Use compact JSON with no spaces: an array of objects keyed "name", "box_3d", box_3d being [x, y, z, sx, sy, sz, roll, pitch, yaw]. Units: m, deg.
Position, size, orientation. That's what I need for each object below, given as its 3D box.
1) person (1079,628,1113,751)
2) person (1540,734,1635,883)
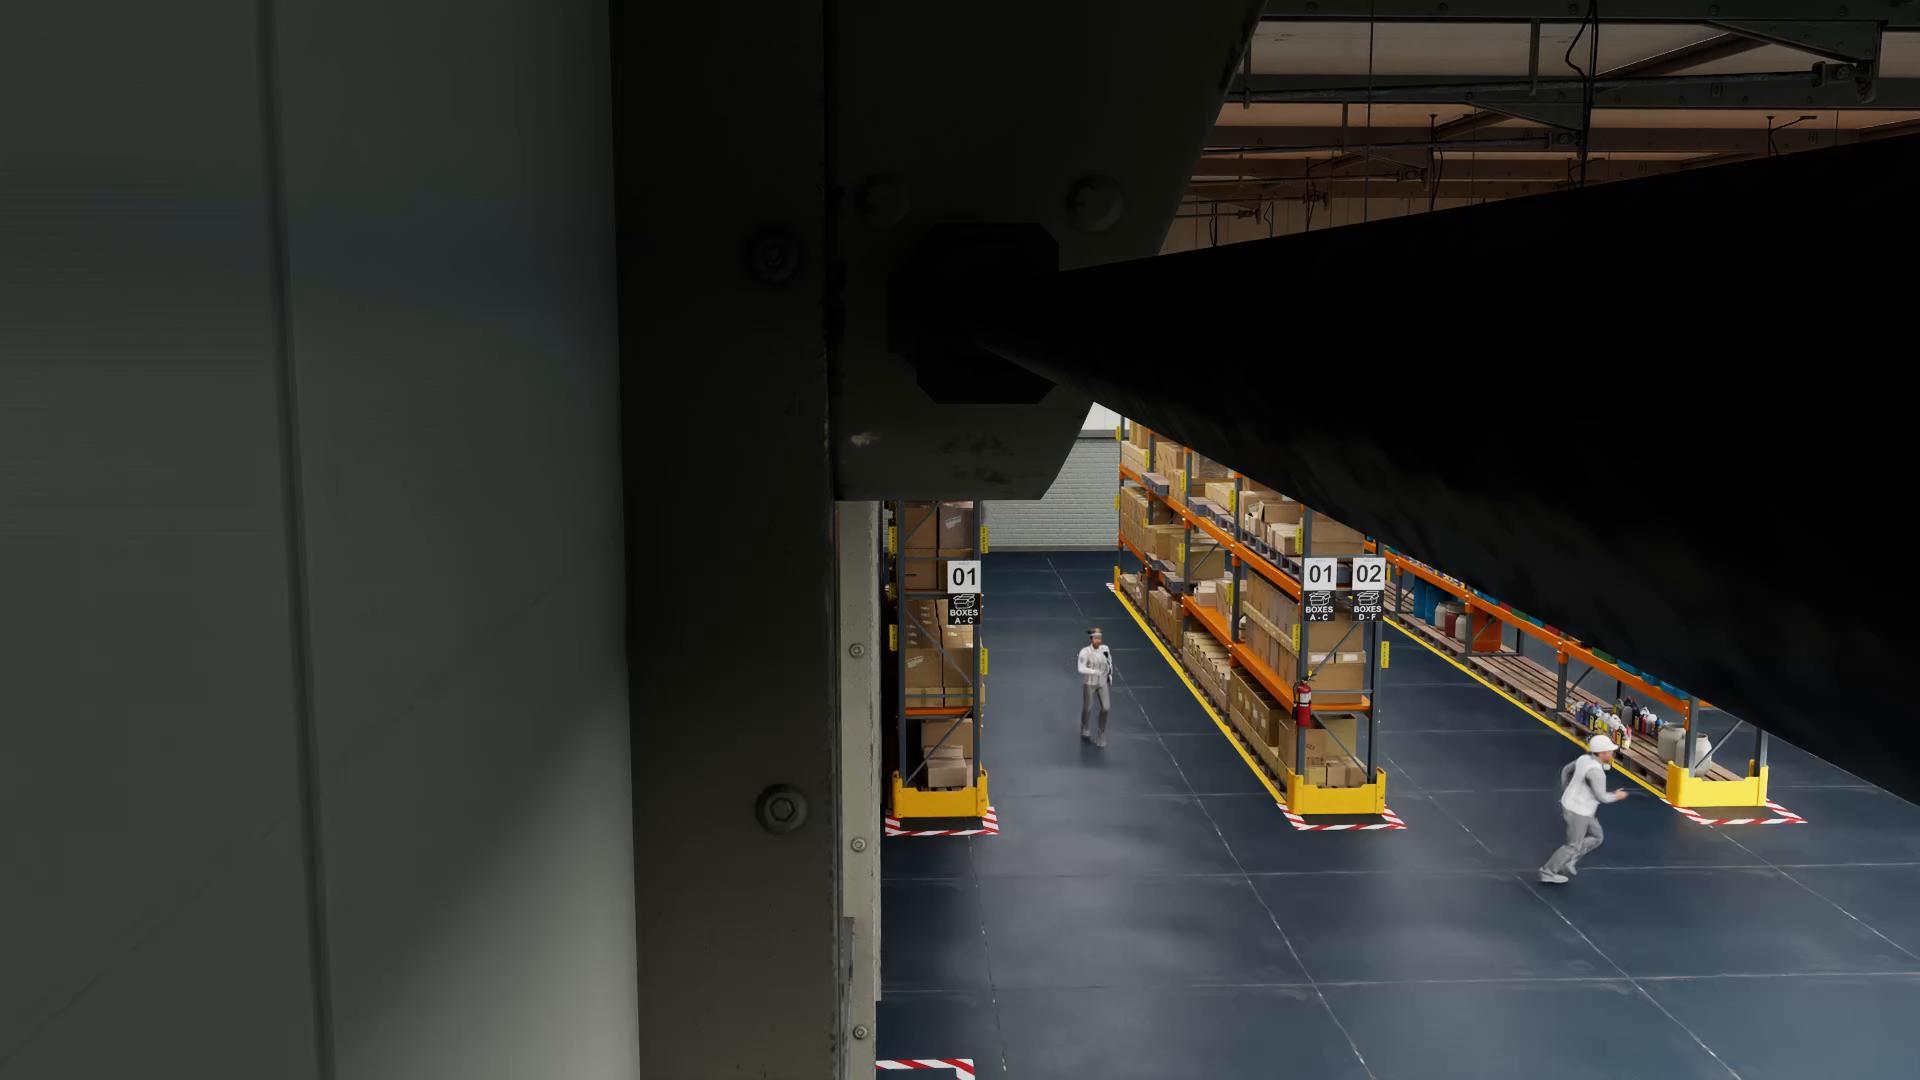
[{"name":"person","box_3d":[1.947,2.092,23.716,0.586,1.746,0.832,-2,8,-14]},{"name":"person","box_3d":[6.811,2.908,18.026,0.930,1.676,0.654,2,8,11]}]
